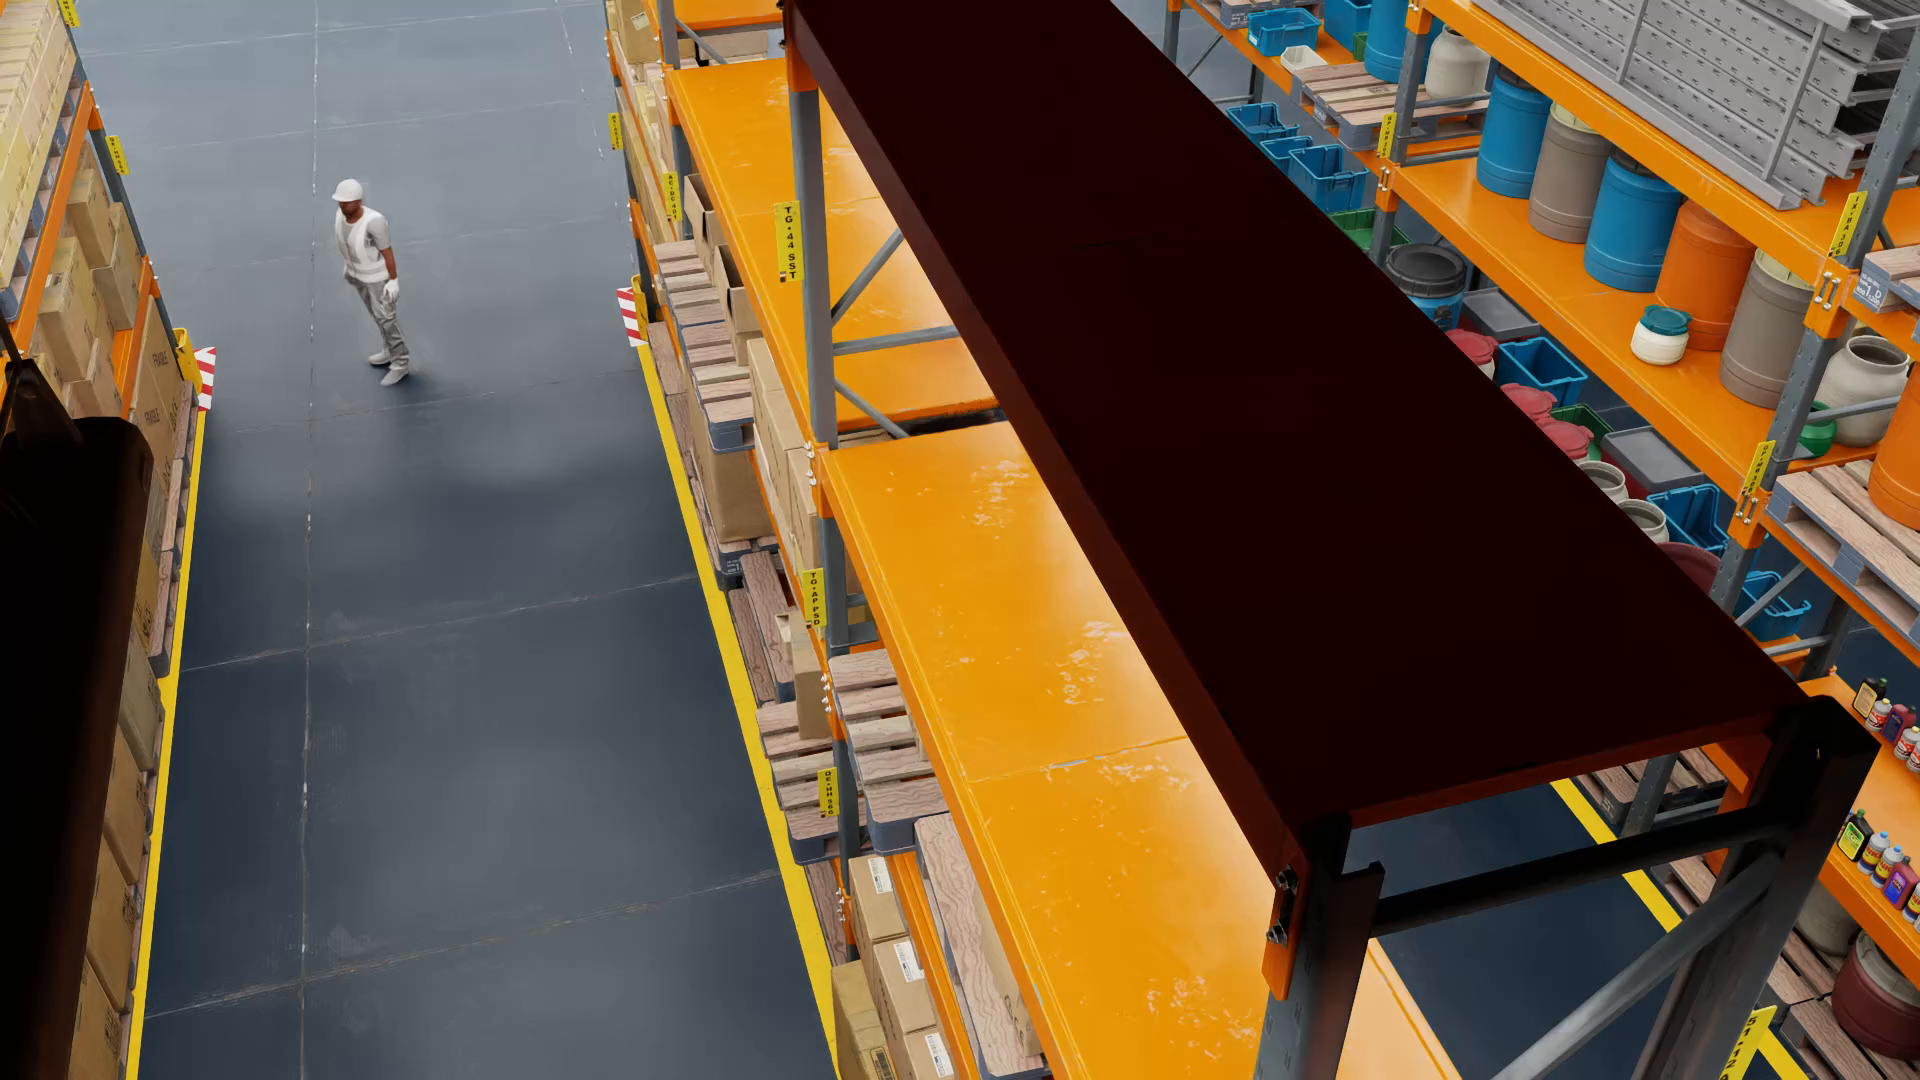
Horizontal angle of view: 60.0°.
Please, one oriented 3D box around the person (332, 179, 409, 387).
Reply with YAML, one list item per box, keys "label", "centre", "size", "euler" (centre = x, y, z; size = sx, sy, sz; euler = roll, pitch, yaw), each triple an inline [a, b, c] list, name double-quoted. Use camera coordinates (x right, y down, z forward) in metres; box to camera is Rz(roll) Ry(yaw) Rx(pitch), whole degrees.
- label: "person"
  centre: [-5.086, -2.236, 14.235]
  size: [0.649, 1.808, 0.481]
  euler: [26, 45, 29]
